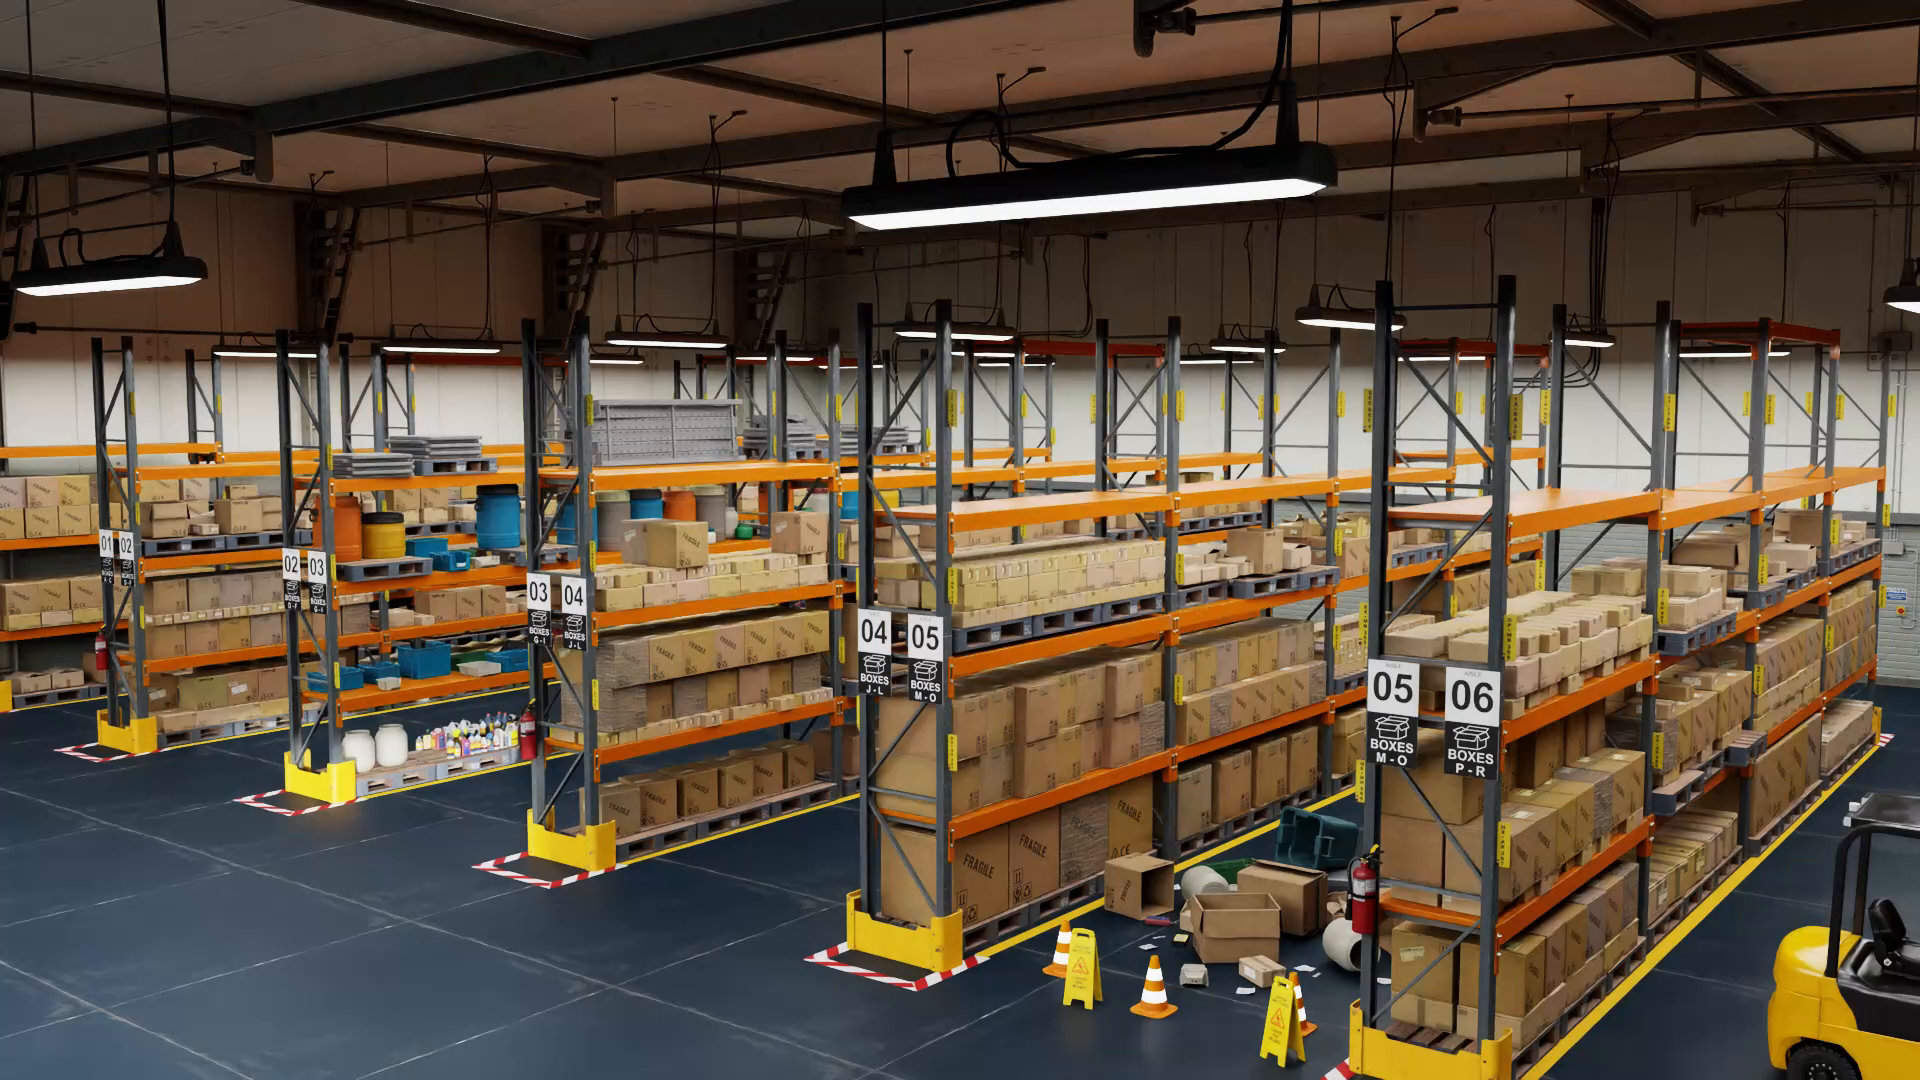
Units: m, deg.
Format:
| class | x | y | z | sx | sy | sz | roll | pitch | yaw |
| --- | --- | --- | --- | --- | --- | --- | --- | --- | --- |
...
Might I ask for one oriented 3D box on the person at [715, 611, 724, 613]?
| class | x | y | z | sx | sy | sz | roll | pitch | yaw |
| --- | --- | --- | --- | --- | --- | --- | --- | --- | --- |
| person | -3.742 | 1.883 | 25.685 | 0.964 | 1.586 | 0.592 | -2 | 5 | -23 |
